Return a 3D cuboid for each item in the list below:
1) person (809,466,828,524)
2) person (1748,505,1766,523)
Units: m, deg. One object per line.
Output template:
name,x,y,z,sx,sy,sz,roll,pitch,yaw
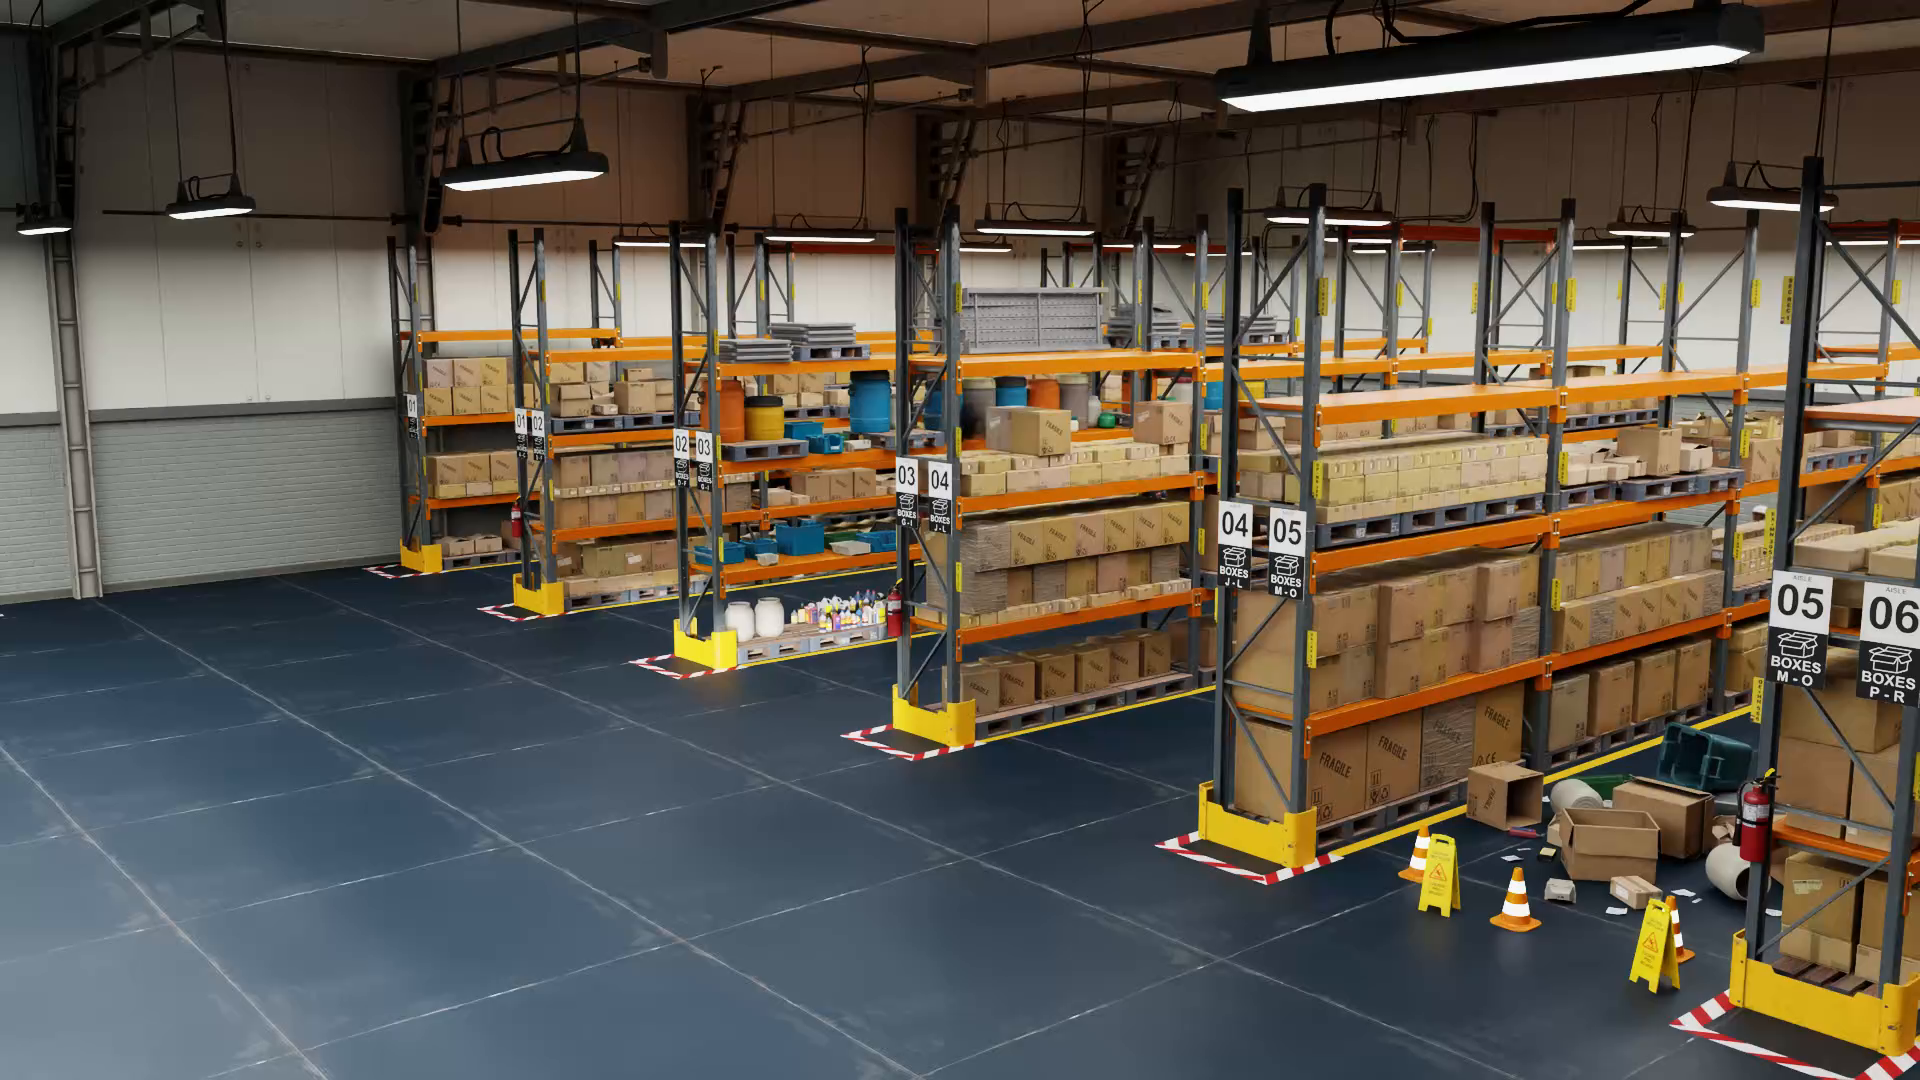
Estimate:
person,-2.736,-0.602,31.964,0.832,1.816,0.614,-6,11,-36
person,12.396,0.332,25.917,0.687,1.754,0.694,-7,11,-39
